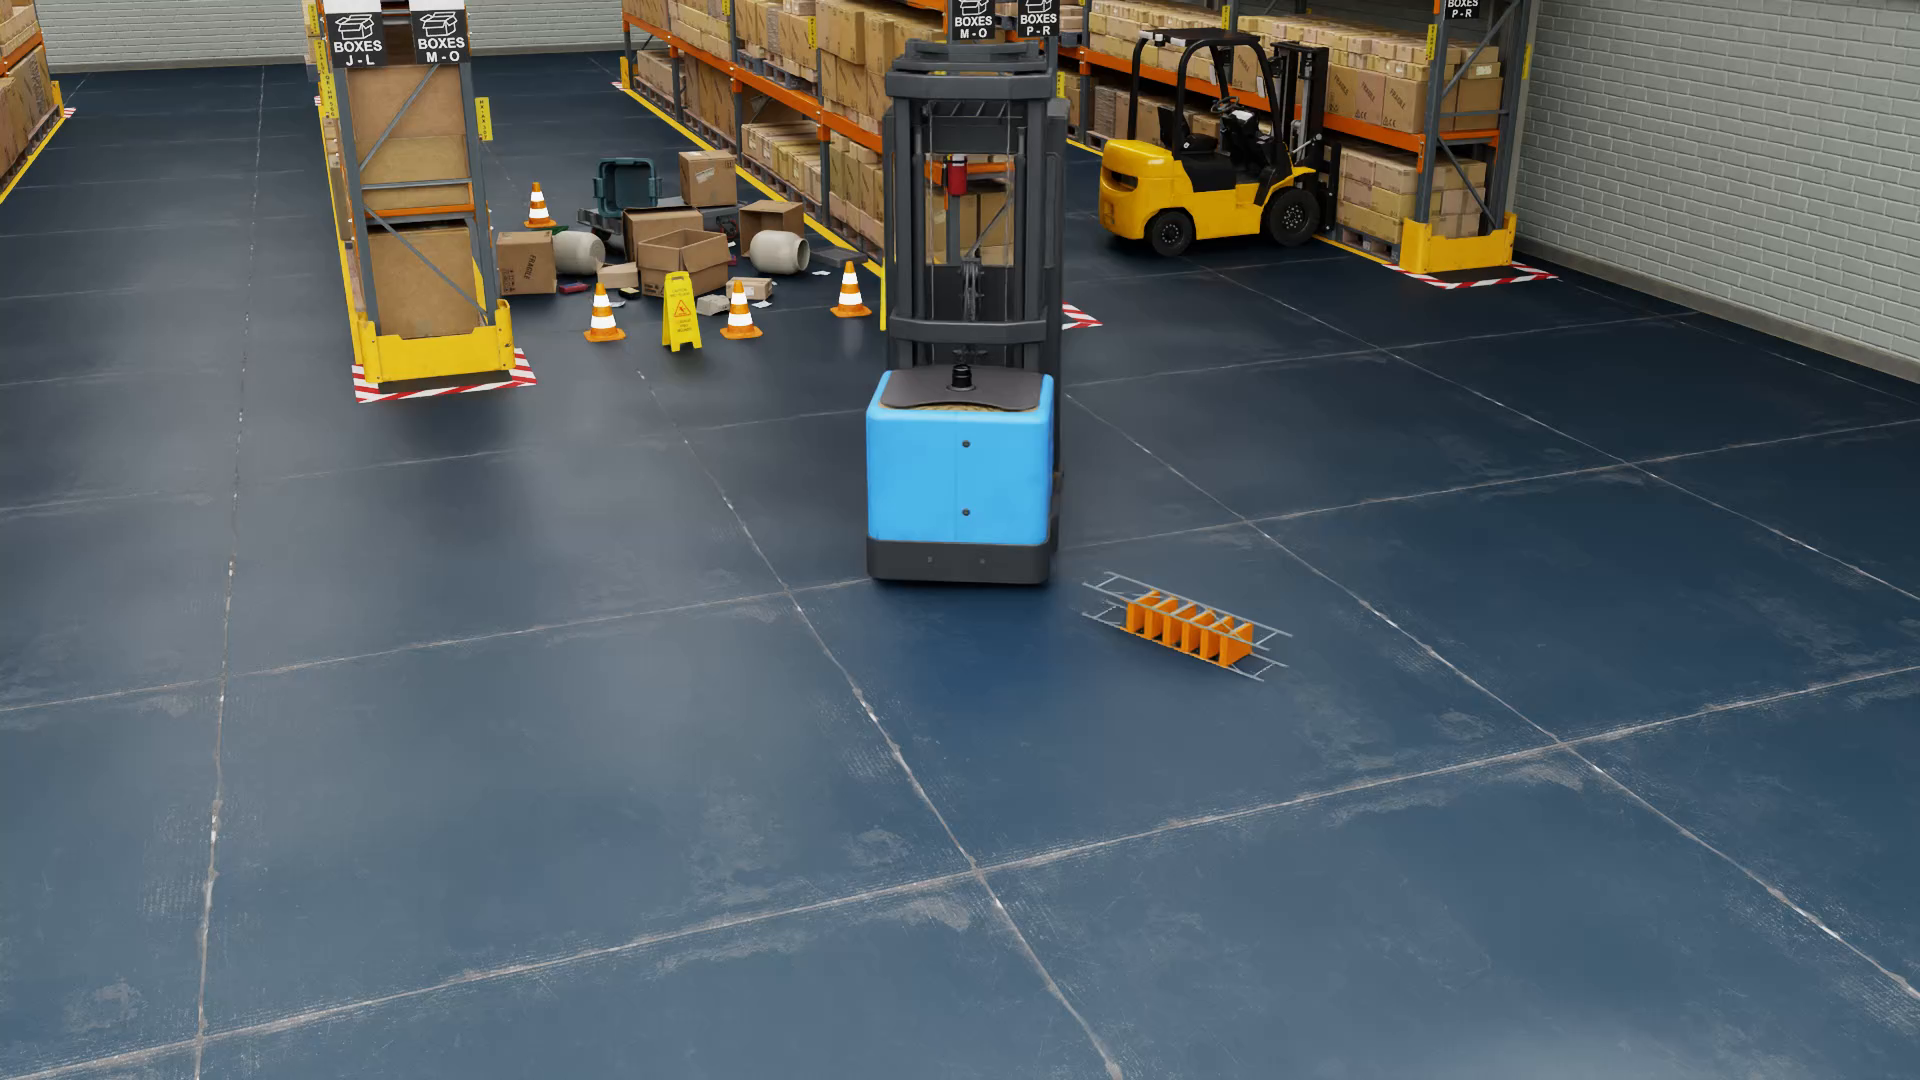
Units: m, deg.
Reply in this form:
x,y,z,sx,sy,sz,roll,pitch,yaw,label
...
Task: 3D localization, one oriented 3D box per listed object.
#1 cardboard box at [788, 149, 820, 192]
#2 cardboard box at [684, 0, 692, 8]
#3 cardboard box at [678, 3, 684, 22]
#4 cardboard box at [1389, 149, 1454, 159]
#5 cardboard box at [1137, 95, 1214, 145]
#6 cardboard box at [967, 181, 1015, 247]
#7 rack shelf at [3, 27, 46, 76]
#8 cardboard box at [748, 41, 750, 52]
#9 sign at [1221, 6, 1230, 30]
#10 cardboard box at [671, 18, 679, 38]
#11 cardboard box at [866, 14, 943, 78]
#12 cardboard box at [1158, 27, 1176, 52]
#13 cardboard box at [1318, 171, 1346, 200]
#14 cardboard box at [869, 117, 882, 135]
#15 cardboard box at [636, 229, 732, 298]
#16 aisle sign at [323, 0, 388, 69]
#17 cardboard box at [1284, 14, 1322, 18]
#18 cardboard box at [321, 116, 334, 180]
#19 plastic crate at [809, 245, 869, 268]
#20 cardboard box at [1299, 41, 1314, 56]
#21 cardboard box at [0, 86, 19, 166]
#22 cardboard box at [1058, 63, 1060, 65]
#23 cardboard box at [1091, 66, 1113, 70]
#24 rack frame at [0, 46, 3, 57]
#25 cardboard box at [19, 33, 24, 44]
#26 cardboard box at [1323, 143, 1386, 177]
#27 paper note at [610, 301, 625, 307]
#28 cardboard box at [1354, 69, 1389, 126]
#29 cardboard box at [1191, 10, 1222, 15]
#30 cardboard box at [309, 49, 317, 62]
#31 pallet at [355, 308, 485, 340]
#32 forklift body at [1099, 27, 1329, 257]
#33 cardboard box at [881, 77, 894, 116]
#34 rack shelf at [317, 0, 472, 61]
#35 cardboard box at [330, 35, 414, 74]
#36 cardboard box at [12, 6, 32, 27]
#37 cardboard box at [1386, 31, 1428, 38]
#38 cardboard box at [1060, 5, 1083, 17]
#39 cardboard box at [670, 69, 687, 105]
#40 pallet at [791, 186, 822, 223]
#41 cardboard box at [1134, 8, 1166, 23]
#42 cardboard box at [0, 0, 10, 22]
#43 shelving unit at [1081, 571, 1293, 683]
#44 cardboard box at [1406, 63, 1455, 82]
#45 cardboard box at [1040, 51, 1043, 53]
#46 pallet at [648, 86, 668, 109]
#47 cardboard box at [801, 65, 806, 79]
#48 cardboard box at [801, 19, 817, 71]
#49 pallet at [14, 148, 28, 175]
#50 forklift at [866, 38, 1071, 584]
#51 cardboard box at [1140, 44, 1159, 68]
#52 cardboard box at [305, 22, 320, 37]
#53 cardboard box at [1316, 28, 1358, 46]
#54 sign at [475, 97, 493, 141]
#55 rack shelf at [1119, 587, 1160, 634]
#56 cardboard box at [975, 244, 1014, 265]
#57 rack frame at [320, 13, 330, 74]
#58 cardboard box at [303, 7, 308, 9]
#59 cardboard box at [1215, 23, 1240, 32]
x,y,z,sx,sy,sz,roll,pitch,yaw,label
-1.494,-4.374,19.607,0.950,0.372,0.625,-7,24,-16,cardboard box
-3.609,-7.791,23.456,0.500,0.500,0.500,-9,24,-20,cardboard box
-3.773,-7.624,24.026,0.500,0.250,0.500,-8,24,-18,cardboard box
4.833,-3.938,17.443,0.500,0.250,0.500,-8,24,-19,cardboard box
2.864,-5.466,21.872,0.875,0.625,0.625,-9,25,-21,cardboard box
0.328,-3.098,15.773,0.500,0.500,0.500,-9,25,-21,cardboard box
-13.853,-6.882,23.643,1.077,0.370,4.000,-8,24,-19,rack shelf
-2.453,-6.220,20.929,0.380,0.149,0.250,-10,25,-22,cardboard box
3.089,-6.041,19.333,0.100,0.325,0.005,-8,24,-19,sign
-3.967,-7.582,24.569,0.500,0.250,0.500,-9,24,-20,cardboard box
-0.469,-4.642,15.603,0.700,0.500,0.500,-9,24,-20,cardboard box
2.817,-6.299,20.883,0.500,0.250,0.500,-8,24,-18,cardboard box
4.172,-3.828,17.827,0.500,0.250,0.500,-9,24,-20,cardboard box
-0.680,-4.112,16.467,0.380,0.149,0.250,-8,24,-19,cardboard box
-2.625,-2.627,15.835,0.637,0.503,0.797,12,26,27,cardboard box
-4.487,-3.902,12.298,0.394,0.787,0.004,-8,24,-19,aisle sign
3.988,-6.030,19.348,0.380,0.149,0.250,-8,24,-19,cardboard box
-6.927,-4.601,19.659,1.050,0.750,0.750,-9,24,-20,cardboard box
-1.262,-2.912,17.055,0.402,0.080,0.583,-18,29,-37,plastic crate
3.885,-5.346,18.109,0.380,0.149,0.250,-9,25,-21,cardboard box
-12.585,-5.147,20.795,1.225,0.875,0.875,-9,25,-21,cardboard box
1.287,-7.143,25.178,0.380,0.149,0.250,-8,24,-19,cardboard box
2.046,-6.940,24.695,0.380,0.149,0.250,-10,25,-21,cardboard box
-13.147,-6.487,21.779,1.000,3.000,0.127,-8,24,-19,rack frame
-13.492,-7.091,23.535,0.380,0.149,0.250,-9,25,-21,cardboard box
4.178,-4.047,17.703,0.500,0.250,0.500,-8,24,-18,cardboard box
-3.182,-2.189,15.407,0.144,0.017,0.142,0,23,-1,paper note
4.412,-4.548,17.049,0.500,0.500,0.500,-8,24,-17,cardboard box
3.174,-6.685,21.285,0.380,0.149,0.250,-8,24,-19,cardboard box
-7.662,-5.871,20.101,0.380,0.149,0.250,-8,24,-18,cardboard box
-4.587,-1.765,14.167,1.003,0.211,1.213,-8,24,-19,pallet
2.629,-4.217,17.485,2.313,2.155,1.214,-8,24,-19,forklift body
-0.432,-4.194,15.827,0.500,0.500,0.500,-8,24,-19,cardboard box
-4.938,-4.548,14.243,1.077,0.370,4.000,-8,24,-19,rack shelf
-4.987,-4.062,14.441,0.875,0.550,0.500,-8,24,-19,cardboard box
-13.962,-7.684,24.430,0.500,0.250,0.500,-9,24,-20,cardboard box
4.729,-5.289,17.590,0.380,0.149,0.250,-9,24,-20,cardboard box
1.504,-7.539,23.928,0.500,0.250,0.500,-10,25,-21,cardboard box
-3.997,-7.103,25.997,0.875,0.438,0.875,-9,24,-20,cardboard box
-1.326,-3.938,19.321,1.003,0.211,1.213,-8,24,-19,pallet
2.483,-6.797,21.551,0.380,0.149,0.250,-8,24,-18,cardboard box
-13.243,-7.290,22.528,0.500,0.500,0.500,-8,24,-19,cardboard box
1.196,0.453,8.917,1.200,0.189,0.258,20,30,38,shelving unit
4.621,-4.602,16.342,0.380,0.149,0.250,-8,24,-18,cardboard box
1.264,-7.681,26.454,0.380,0.149,0.250,-8,24,-19,cardboard box
-4.506,-7.293,27.281,1.003,0.211,1.213,-8,24,-19,pallet
-1.566,-5.265,18.663,0.380,0.149,0.250,-9,25,-21,cardboard box
-1.427,-5.453,18.273,0.500,0.500,0.500,-9,24,-20,cardboard box
-12.804,-4.932,21.680,1.003,0.211,1.213,-8,24,-19,pallet
0.109,-1.632,10.349,1.130,2.935,3.031,2,23,5,forklift
2.651,-6.254,21.418,0.500,0.250,0.500,-8,24,-17,cardboard box
-7.660,-6.145,19.983,0.380,0.149,0.250,-9,25,-21,cardboard box
4.062,-5.403,17.859,0.380,0.149,0.250,-8,24,-19,cardboard box
-3.710,-3.280,12.954,0.100,0.325,0.005,-8,24,-19,sign
0.985,0.378,9.092,0.103,0.180,0.258,20,30,38,rack shelf
0.337,-2.744,15.898,0.500,0.250,0.500,-9,24,-19,cardboard box
-5.645,-4.224,16.410,1.000,3.000,0.127,-8,24,-19,rack frame
-8.393,-6.899,21.772,0.380,0.149,0.250,-9,24,-19,cardboard box
3.264,-6.061,19.804,0.380,0.149,0.250,-7,24,-17,cardboard box
